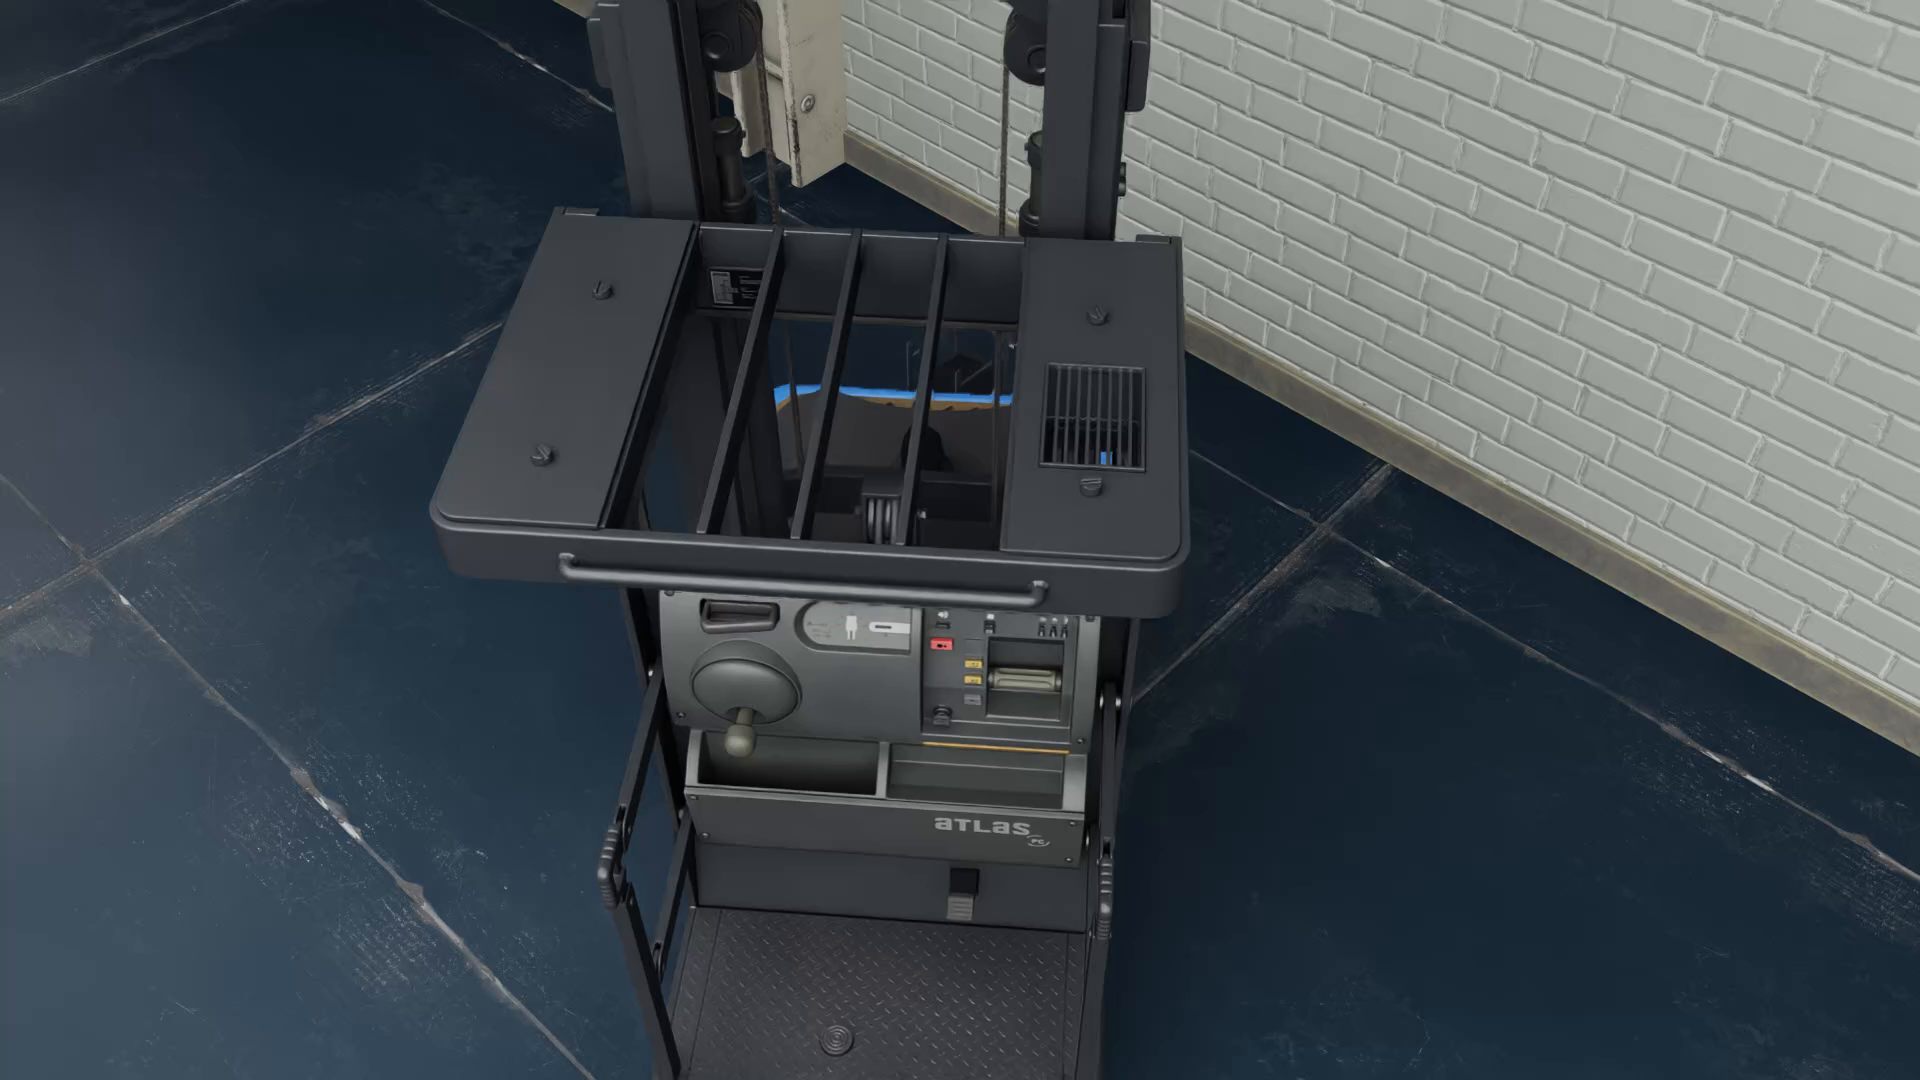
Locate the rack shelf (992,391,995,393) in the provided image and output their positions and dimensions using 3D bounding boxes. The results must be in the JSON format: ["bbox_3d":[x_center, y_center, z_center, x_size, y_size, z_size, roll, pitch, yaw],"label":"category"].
[{"bbox_3d":[-0.006,-0.412,5.319,0.200,0.077,0.258,34,55,28],"label":"rack shelf"}]

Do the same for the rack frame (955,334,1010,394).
[{"bbox_3d":[0.069,-0.262,5.379,0.006,0.900,0.240,34,55,28],"label":"rack frame"}]

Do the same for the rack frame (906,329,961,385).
[{"bbox_3d":[-0.081,-0.362,5.473,0.006,0.900,0.240,34,55,28],"label":"rack frame"}]

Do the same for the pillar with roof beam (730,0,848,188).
[{"bbox_3d":[-3.652,-2.472,1.898,0.400,9.000,9.100,34,55,28],"label":"pillar with roof beam"}]

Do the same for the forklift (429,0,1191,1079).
[{"bbox_3d":[-0.187,0.379,3.383,1.130,2.935,3.031,3,47,3],"label":"forklift"}]

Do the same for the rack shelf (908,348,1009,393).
[{"bbox_3d":[-0.006,-0.474,5.253,0.200,0.077,0.258,34,55,28],"label":"rack shelf"}]

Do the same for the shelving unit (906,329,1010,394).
[{"bbox_3d":[-0.006,-0.312,5.426,0.210,0.900,0.258,34,55,28],"label":"shelving unit"}]
